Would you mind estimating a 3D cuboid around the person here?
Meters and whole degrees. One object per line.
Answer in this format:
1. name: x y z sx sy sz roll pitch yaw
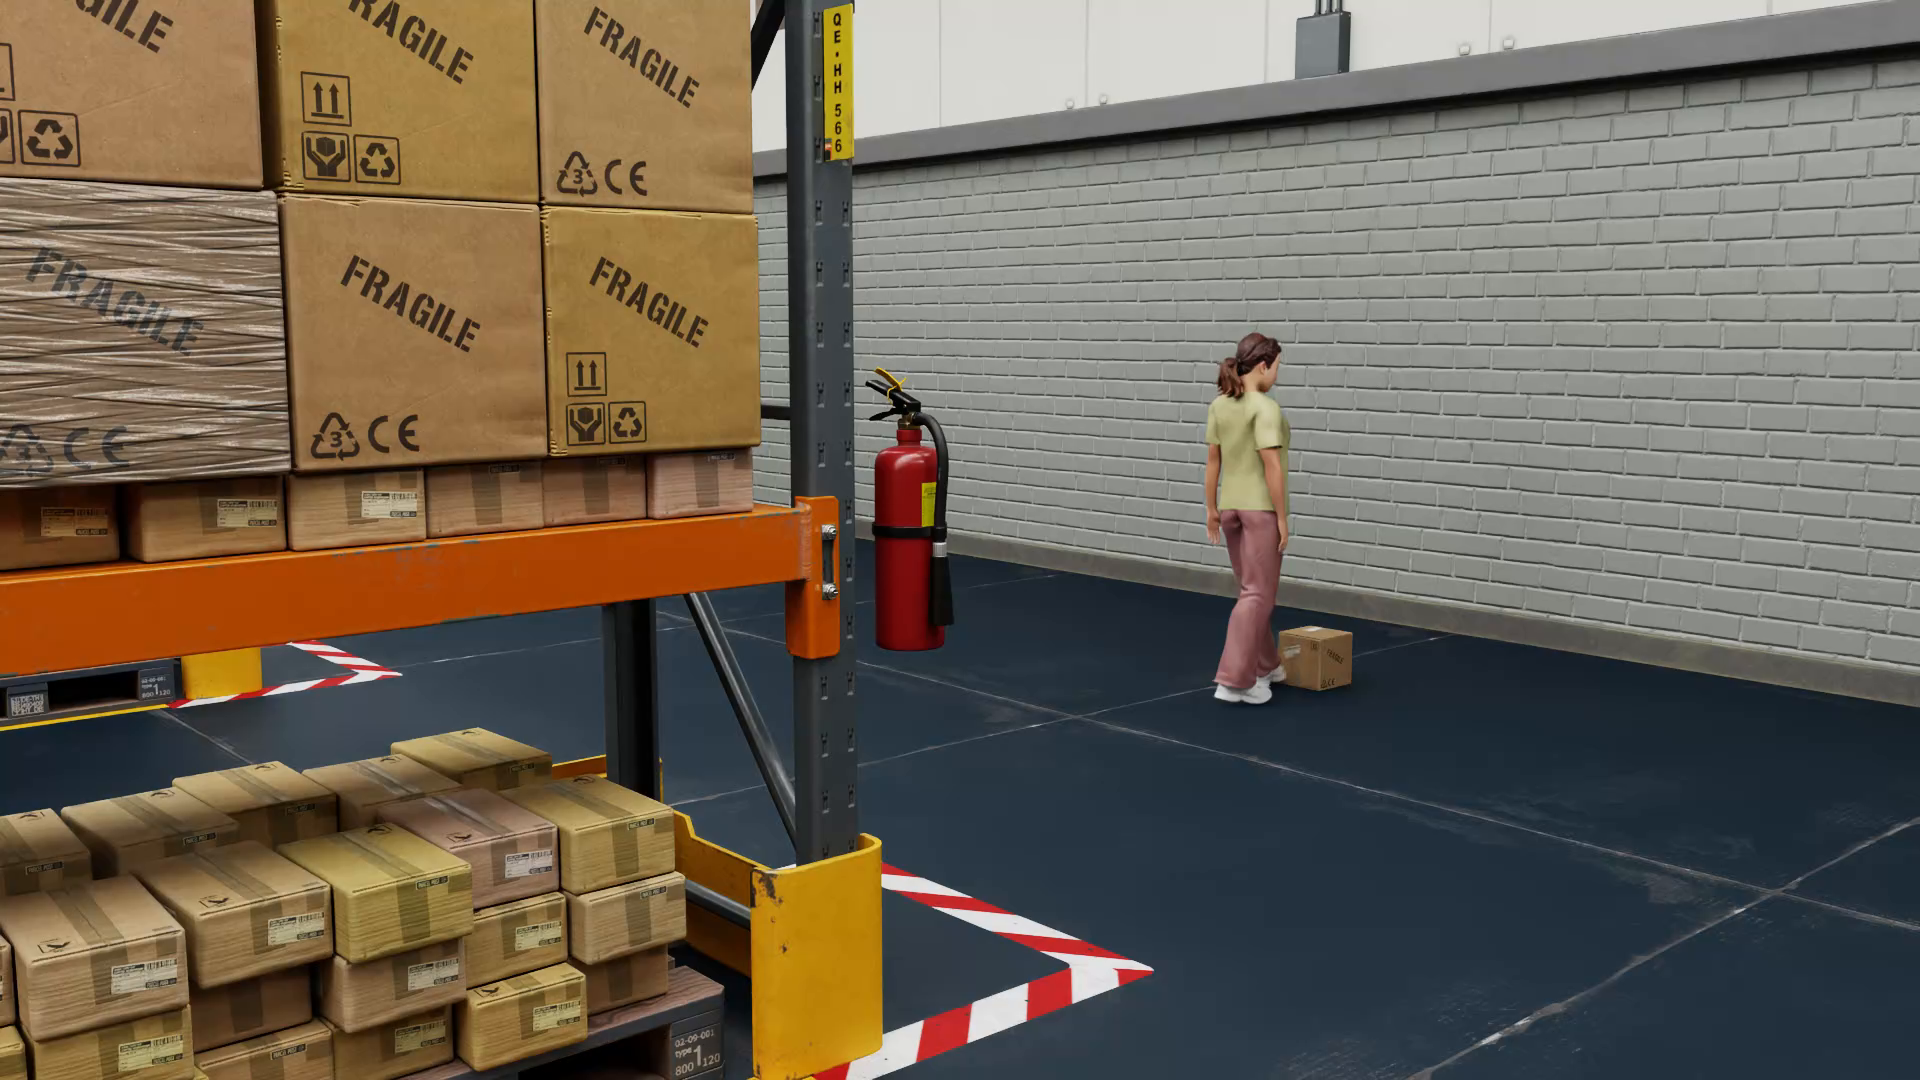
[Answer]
1. person: 1.386 -0.110 7.592 0.706 1.663 0.464 -5 9 -34
